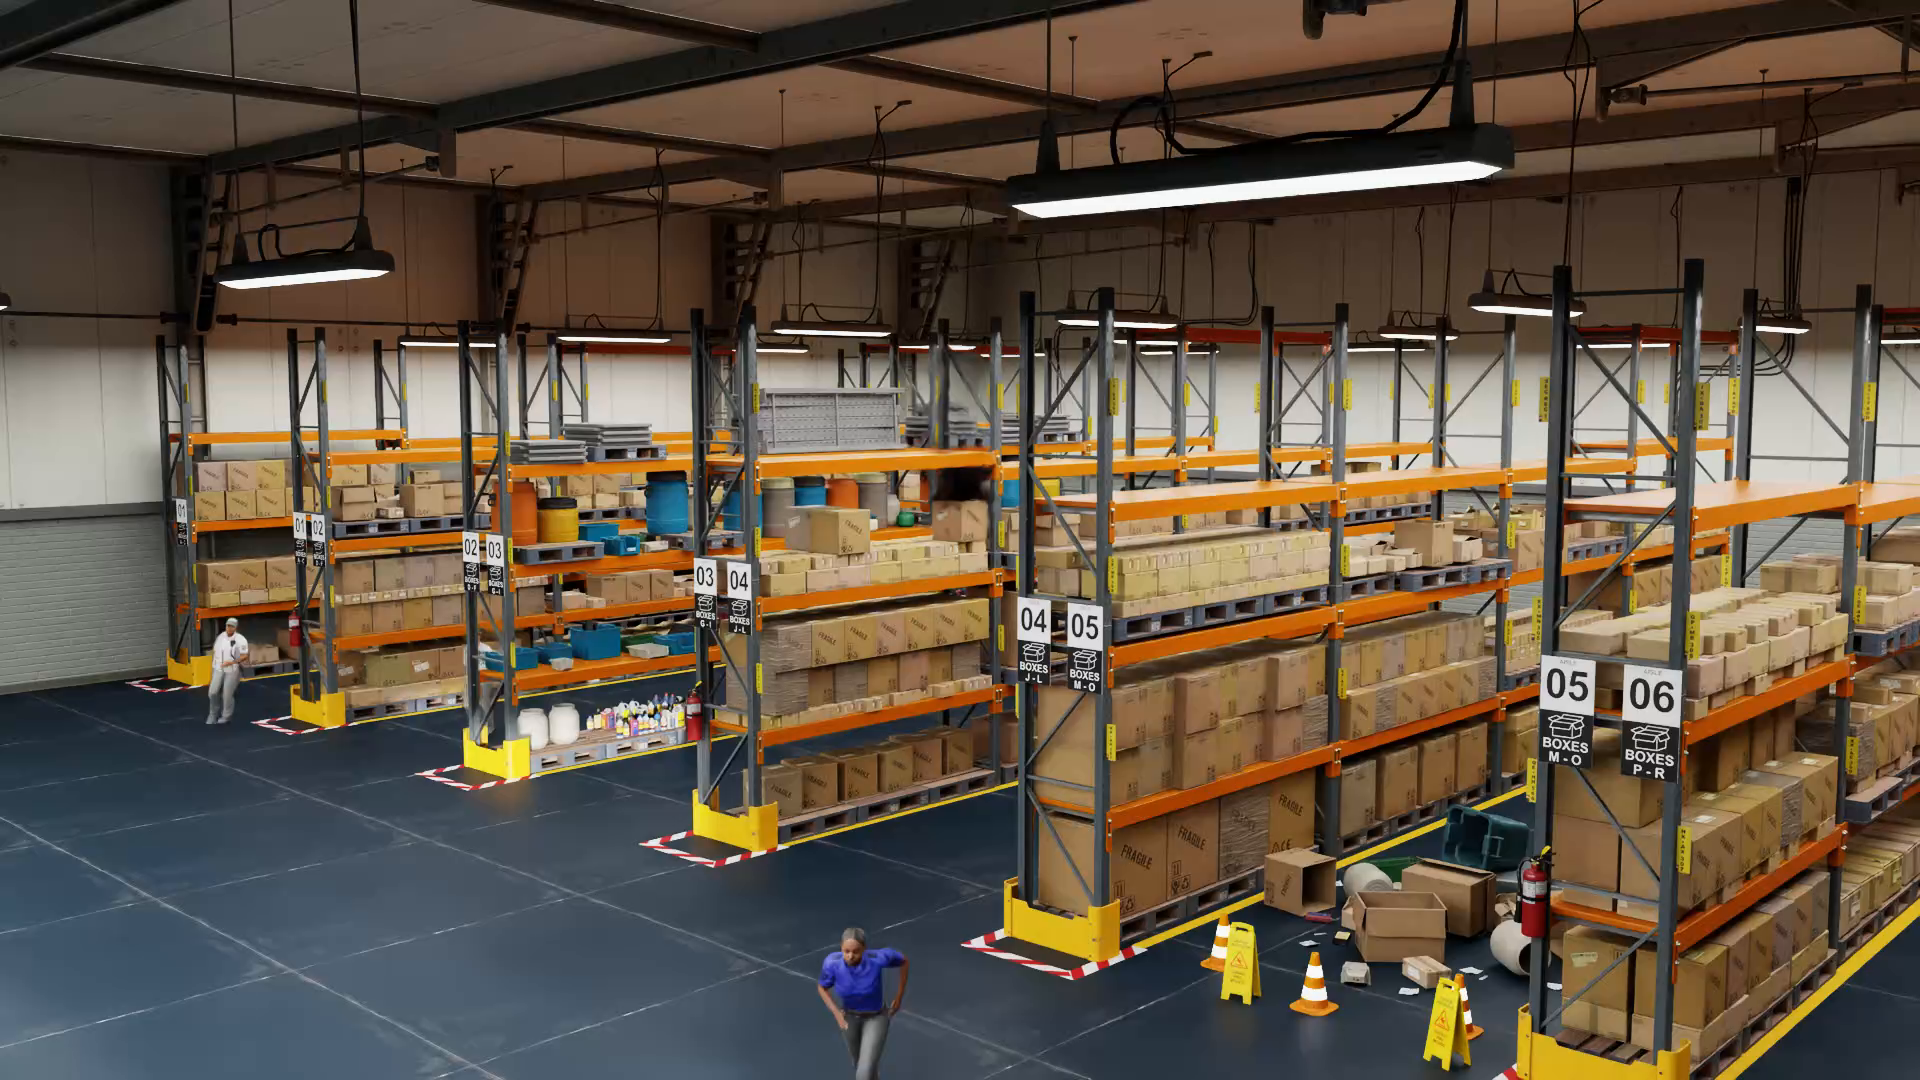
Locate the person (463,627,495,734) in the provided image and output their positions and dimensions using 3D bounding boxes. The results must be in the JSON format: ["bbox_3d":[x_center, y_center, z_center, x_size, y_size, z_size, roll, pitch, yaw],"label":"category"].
[{"bbox_3d":[-7.022,2.074,24.163,0.613,1.721,0.757,1,5,12],"label":"person"}]

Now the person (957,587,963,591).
[{"bbox_3d":[0.255,1.215,32.838,0.723,1.716,0.751,4,7,39],"label":"person"}]

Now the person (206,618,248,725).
[{"bbox_3d":[-11.119,1.996,25.212,0.657,1.646,0.581,0,5,-3],"label":"person"}]

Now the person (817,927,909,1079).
[{"bbox_3d":[-0.648,3.336,11.464,0.617,1.615,0.967,0,5,5],"label":"person"}]
